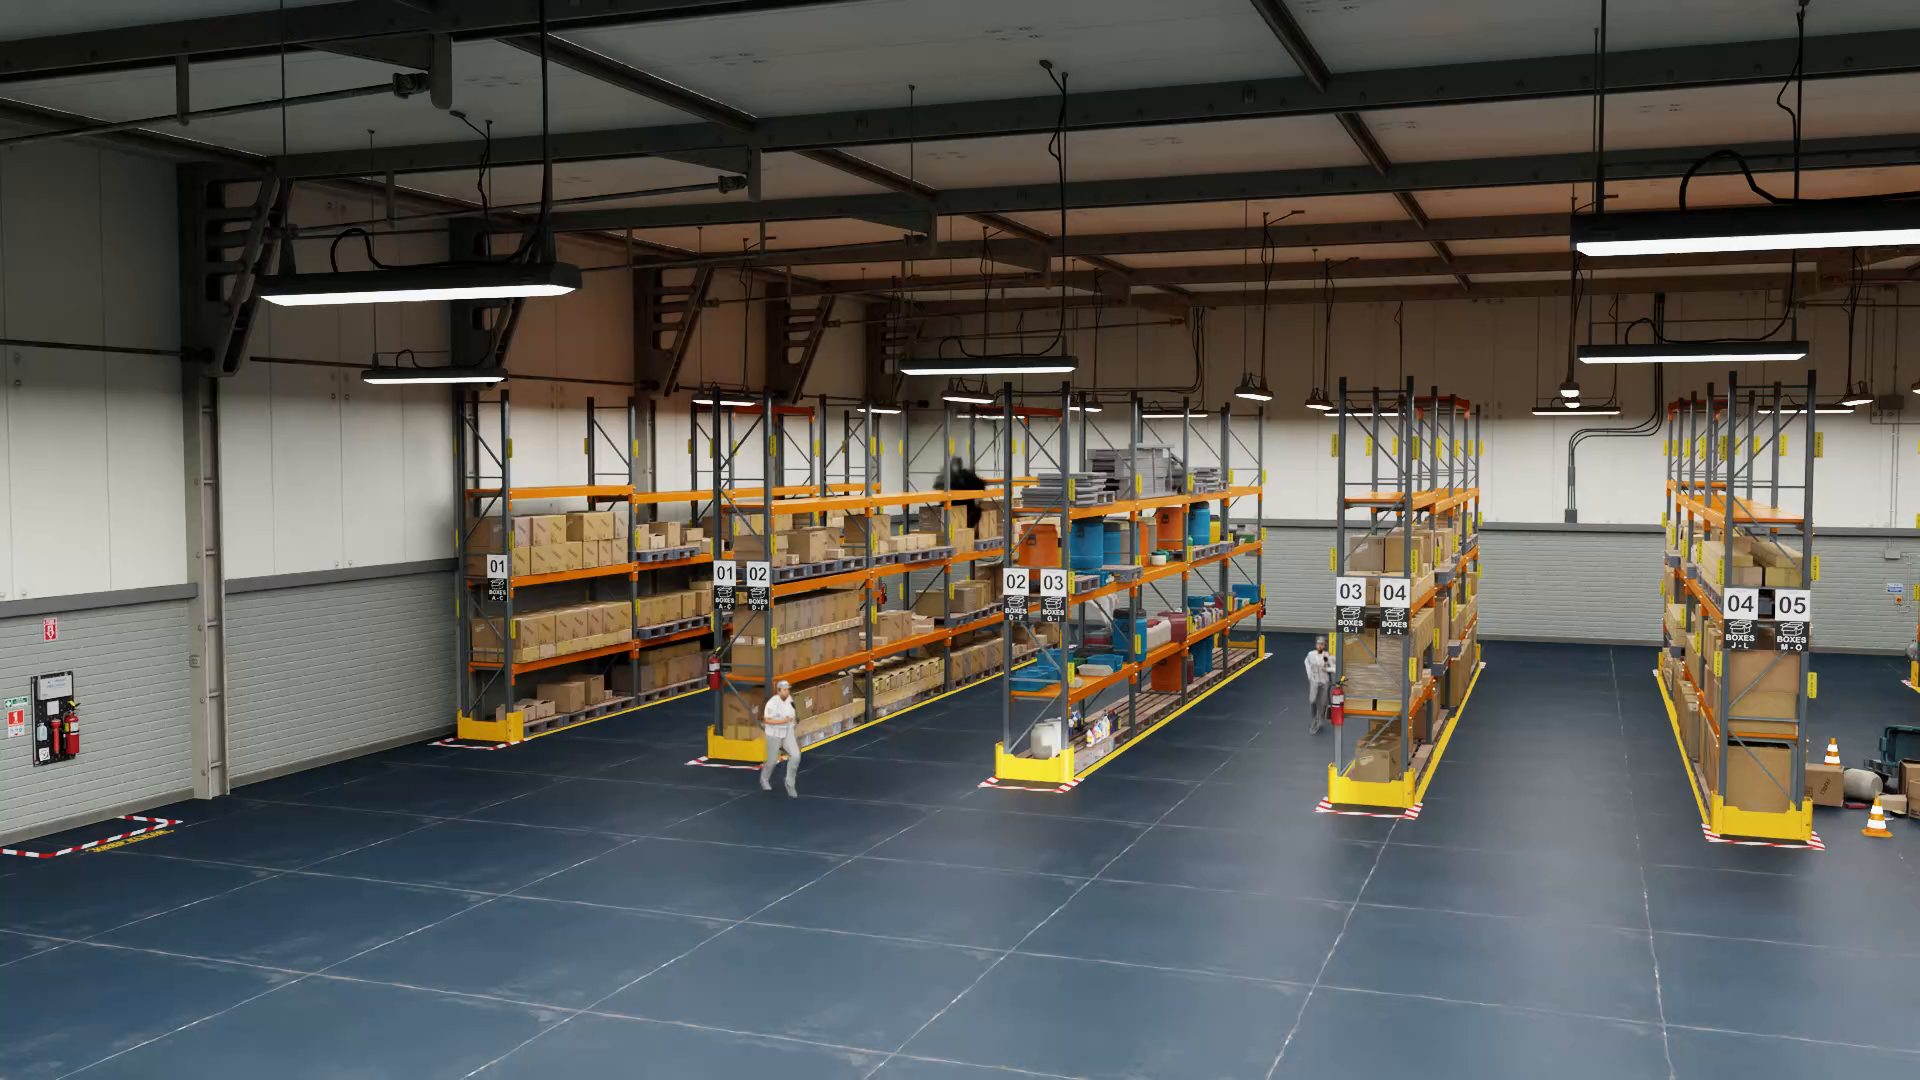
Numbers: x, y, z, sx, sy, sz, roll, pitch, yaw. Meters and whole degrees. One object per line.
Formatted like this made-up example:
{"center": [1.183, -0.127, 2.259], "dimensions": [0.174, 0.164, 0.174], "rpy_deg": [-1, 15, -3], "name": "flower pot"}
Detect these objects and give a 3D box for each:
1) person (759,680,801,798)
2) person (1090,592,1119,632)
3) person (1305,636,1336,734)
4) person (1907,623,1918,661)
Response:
{"center": [-2.626, 2.867, 24.025], "dimensions": [0.626, 1.700, 0.832], "rpy_deg": [-3, 4, -44], "name": "person"}
{"center": [3.652, 1.833, 41.769], "dimensions": [0.717, 1.745, 1.013], "rpy_deg": [-2, 4, -35], "name": "person"}
{"center": [6.391, 2.553, 29.412], "dimensions": [0.589, 1.741, 0.778], "rpy_deg": [1, 3, 15], "name": "person"}
{"center": [20.964, 2.156, 36.196], "dimensions": [0.715, 1.735, 0.573], "rpy_deg": [-3, 4, -42], "name": "person"}
